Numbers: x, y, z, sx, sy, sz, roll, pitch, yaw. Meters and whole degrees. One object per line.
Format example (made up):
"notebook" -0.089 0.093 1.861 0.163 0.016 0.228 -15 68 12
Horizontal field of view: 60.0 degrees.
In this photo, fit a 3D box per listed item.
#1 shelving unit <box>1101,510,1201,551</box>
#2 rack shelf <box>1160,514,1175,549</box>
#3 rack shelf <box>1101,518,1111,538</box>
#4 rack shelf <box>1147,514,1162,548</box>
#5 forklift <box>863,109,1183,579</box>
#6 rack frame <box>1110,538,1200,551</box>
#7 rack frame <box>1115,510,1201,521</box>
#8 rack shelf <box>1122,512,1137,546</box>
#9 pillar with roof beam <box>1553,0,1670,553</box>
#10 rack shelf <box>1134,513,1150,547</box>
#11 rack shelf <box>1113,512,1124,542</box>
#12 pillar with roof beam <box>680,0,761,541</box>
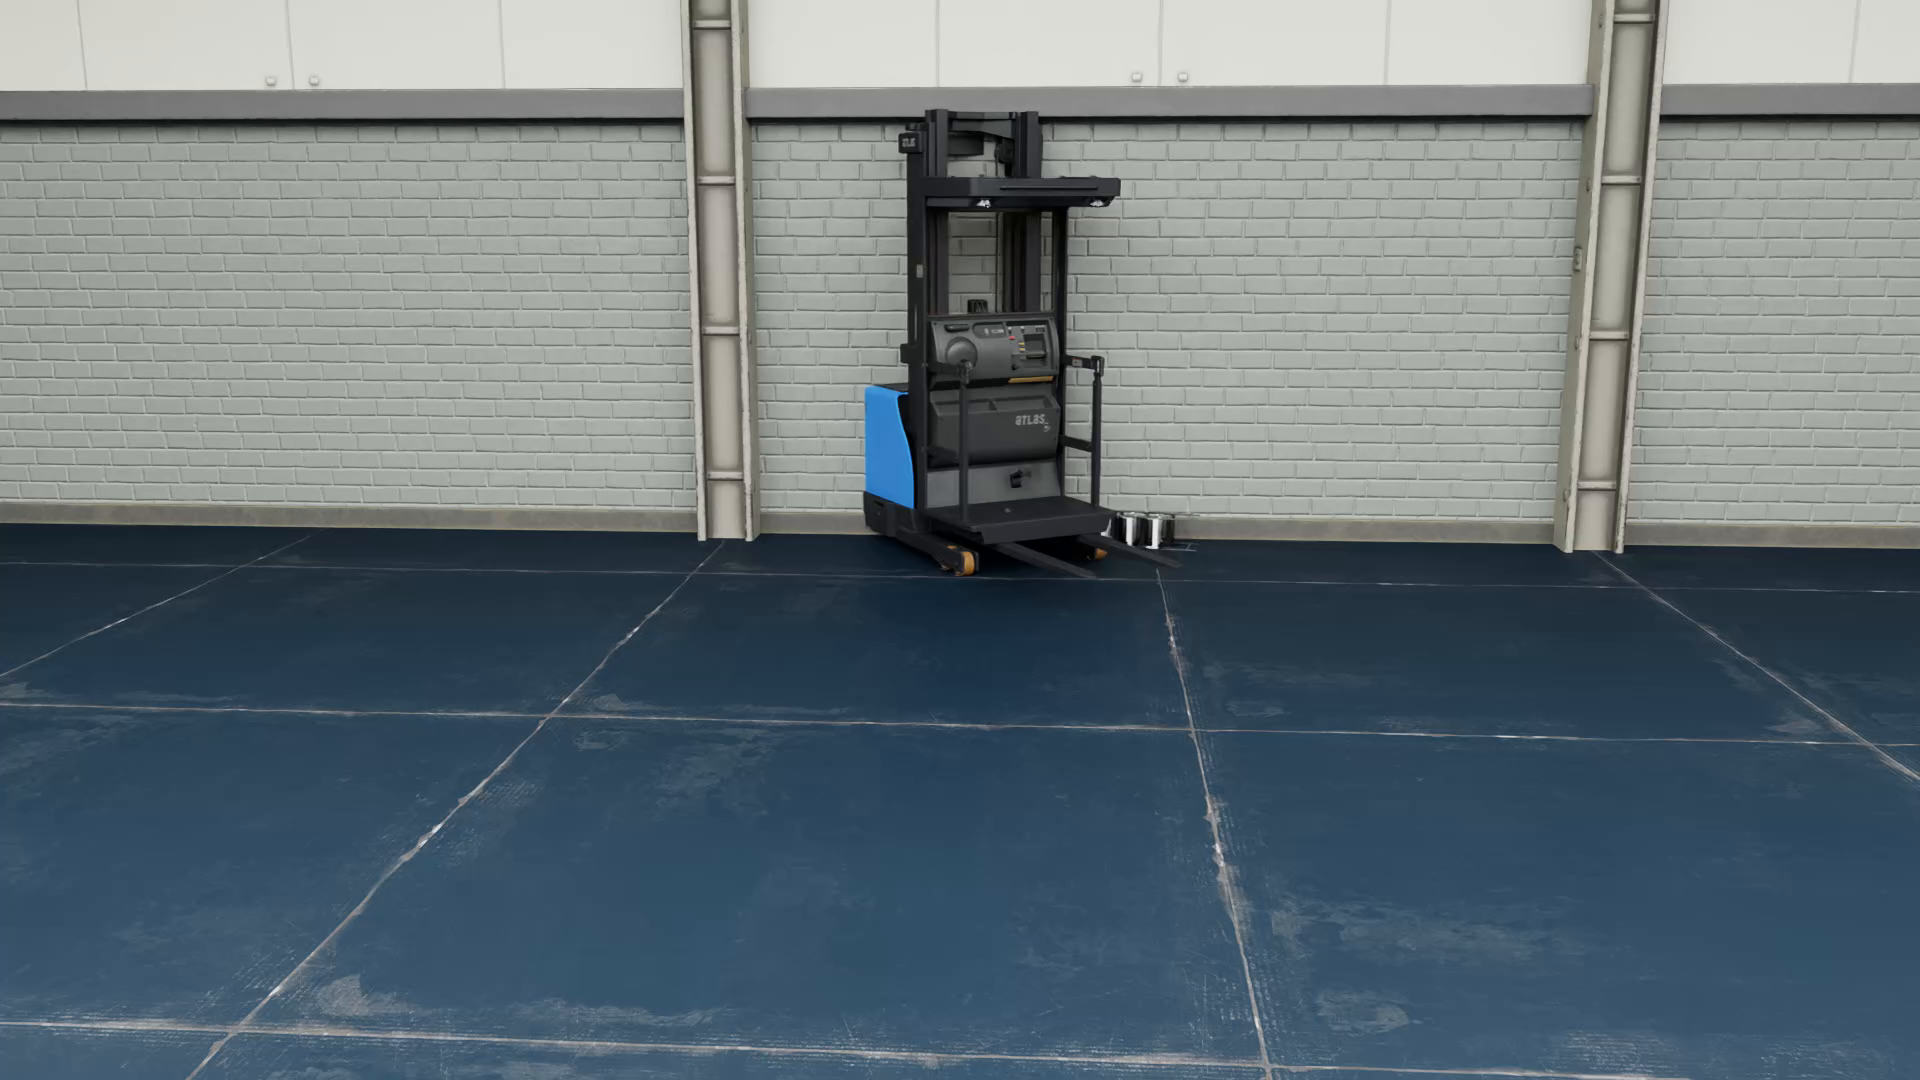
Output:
"shelving unit" 1.212 -0.077 11.591 0.900 0.210 0.258 3 11 13
"rack shelf" 1.442 -0.063 11.537 0.077 0.200 0.258 3 11 13
"rack shelf" 1.005 -0.089 11.639 0.077 0.200 0.258 3 11 13
"rack shelf" 1.354 -0.069 11.557 0.077 0.200 0.258 3 11 13
"forklift" 0.338 -1.305 10.848 1.130 2.935 3.031 -6 13 -27
"rack frame" 1.211 0.023 11.610 0.900 0.006 0.240 3 11 13
"rack frame" 1.213 -0.177 11.572 0.900 0.006 0.240 3 11 13
"rack shelf" 1.179 -0.079 11.598 0.077 0.200 0.258 3 11 13
"pillar with roof beam" 4.052 -3.470 6.378 0.400 9.000 9.100 1 12 4
"rack shelf" 1.267 -0.074 11.578 0.077 0.200 0.258 3 11 13
"rack shelf" 1.092 -0.084 11.619 0.077 0.200 0.258 3 11 13
"pillar with roof beam" -1.935 -3.552 6.771 0.400 9.000 9.100 1 12 4
